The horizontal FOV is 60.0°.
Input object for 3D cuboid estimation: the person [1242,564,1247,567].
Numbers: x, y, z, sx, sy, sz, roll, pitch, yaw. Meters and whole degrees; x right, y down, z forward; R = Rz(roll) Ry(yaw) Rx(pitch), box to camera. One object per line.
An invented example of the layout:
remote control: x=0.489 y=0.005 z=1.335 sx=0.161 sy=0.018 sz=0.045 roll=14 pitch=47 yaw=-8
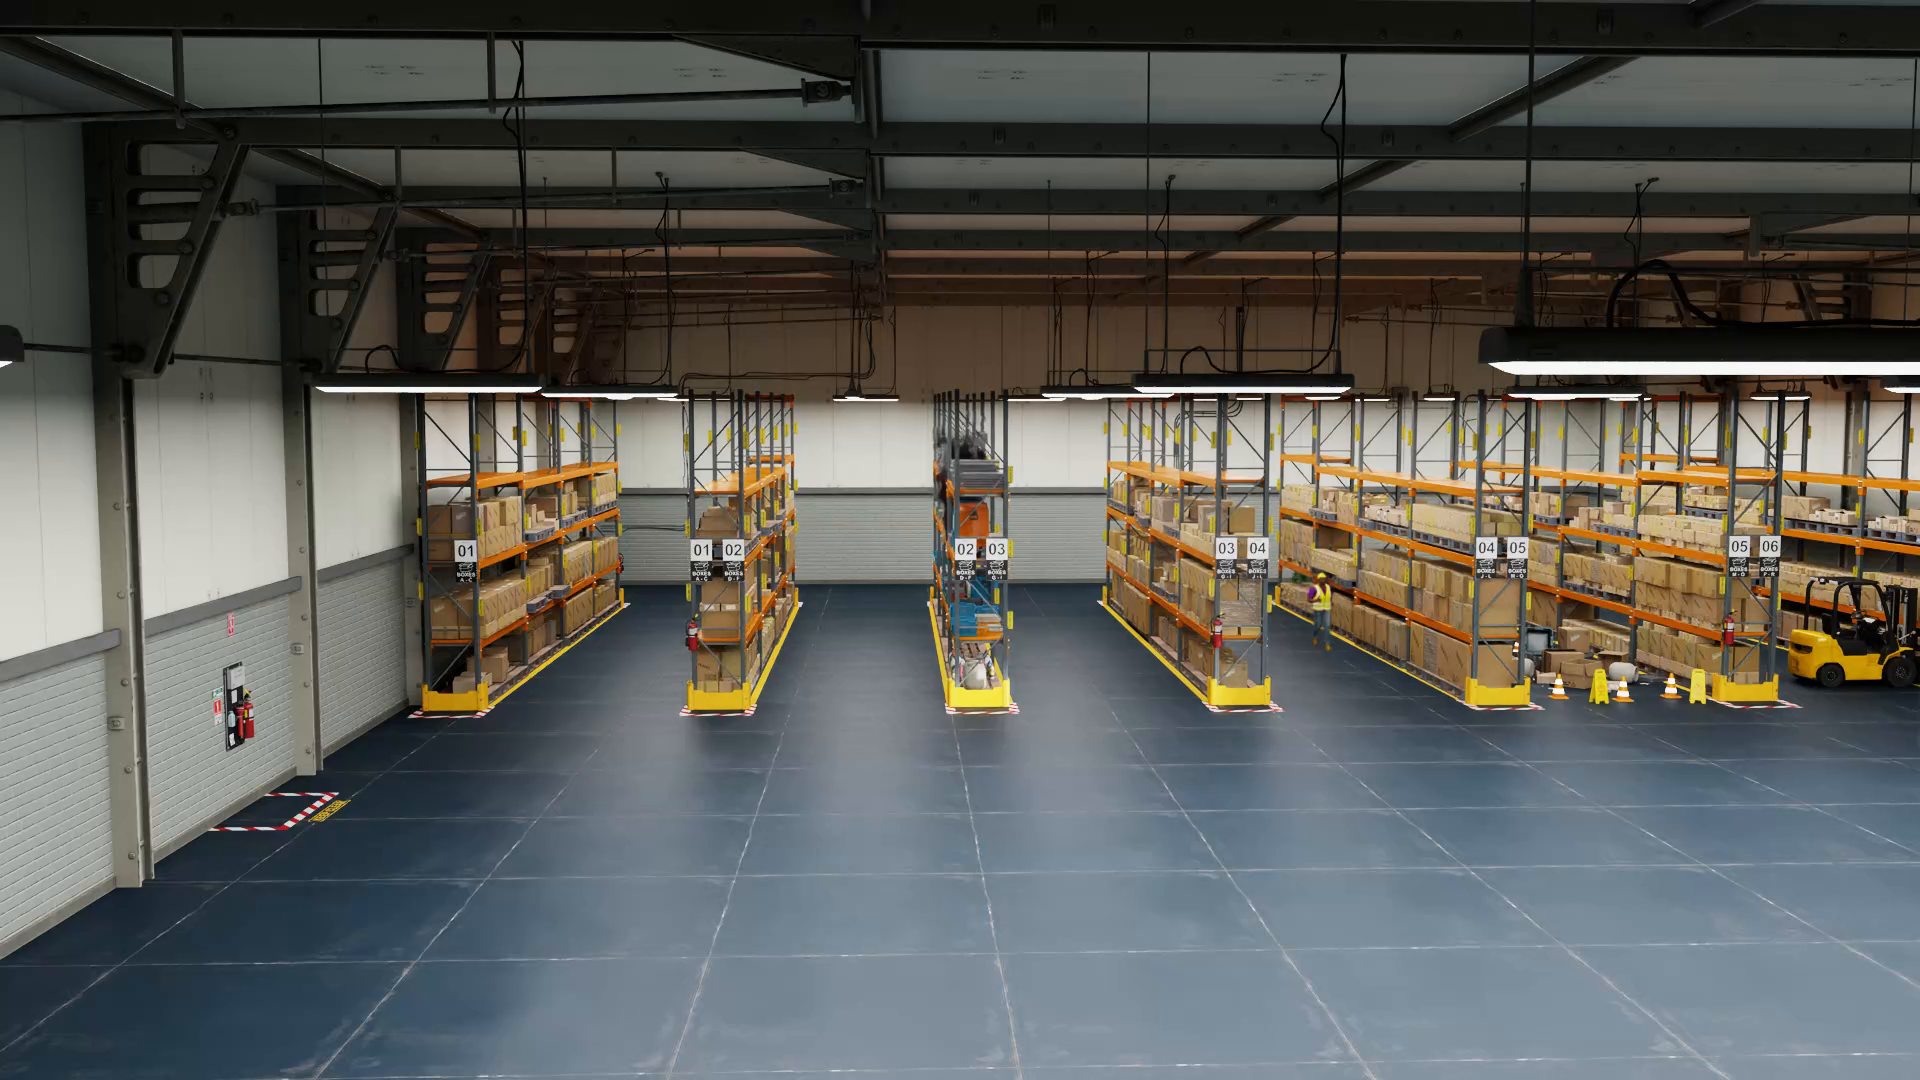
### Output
person: x=7.896 y=1.091 z=45.976 sx=0.672 sy=1.826 sz=0.801 roll=0 pitch=5 yaw=2

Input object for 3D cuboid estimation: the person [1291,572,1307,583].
person: x=10.012 y=0.853 z=49.153 sx=0.683 sy=1.728 sz=0.944 roll=2 pitch=5 yaw=24

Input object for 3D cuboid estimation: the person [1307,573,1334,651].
person: x=8.433 y=1.651 z=38.792 sx=0.695 sy=1.771 sz=0.962 roll=-1 pitch=5 yaw=-8
